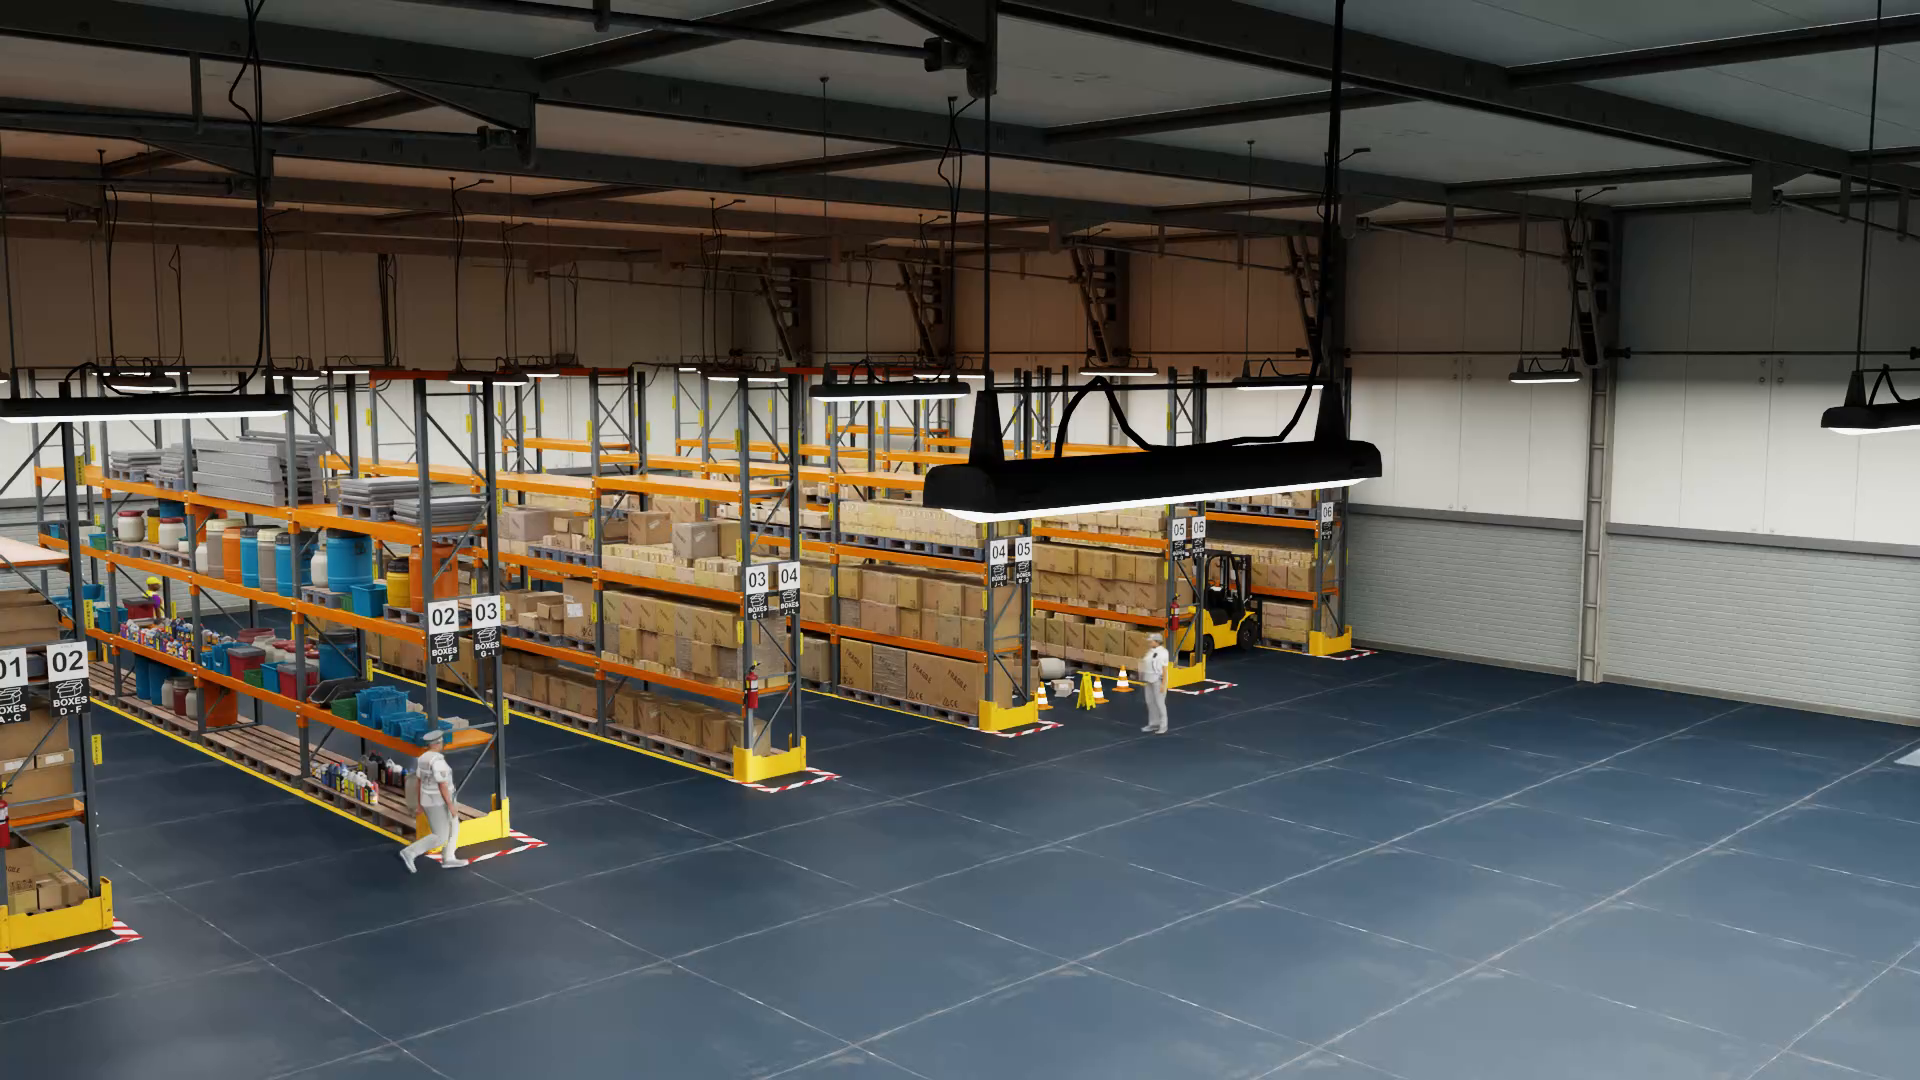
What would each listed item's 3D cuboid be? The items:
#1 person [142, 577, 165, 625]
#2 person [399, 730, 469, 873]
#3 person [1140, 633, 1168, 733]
[{"bbox_3d":[-16.374,1.630,33.773,0.520,1.757,0.554,1,6,5],"label":"person"},{"bbox_3d":[-6.417,3.183,20.228,0.810,1.717,0.522,-2,7,-19],"label":"person"},{"bbox_3d":[3.252,2.380,27.766,0.412,1.681,0.552,-5,8,-37],"label":"person"}]
